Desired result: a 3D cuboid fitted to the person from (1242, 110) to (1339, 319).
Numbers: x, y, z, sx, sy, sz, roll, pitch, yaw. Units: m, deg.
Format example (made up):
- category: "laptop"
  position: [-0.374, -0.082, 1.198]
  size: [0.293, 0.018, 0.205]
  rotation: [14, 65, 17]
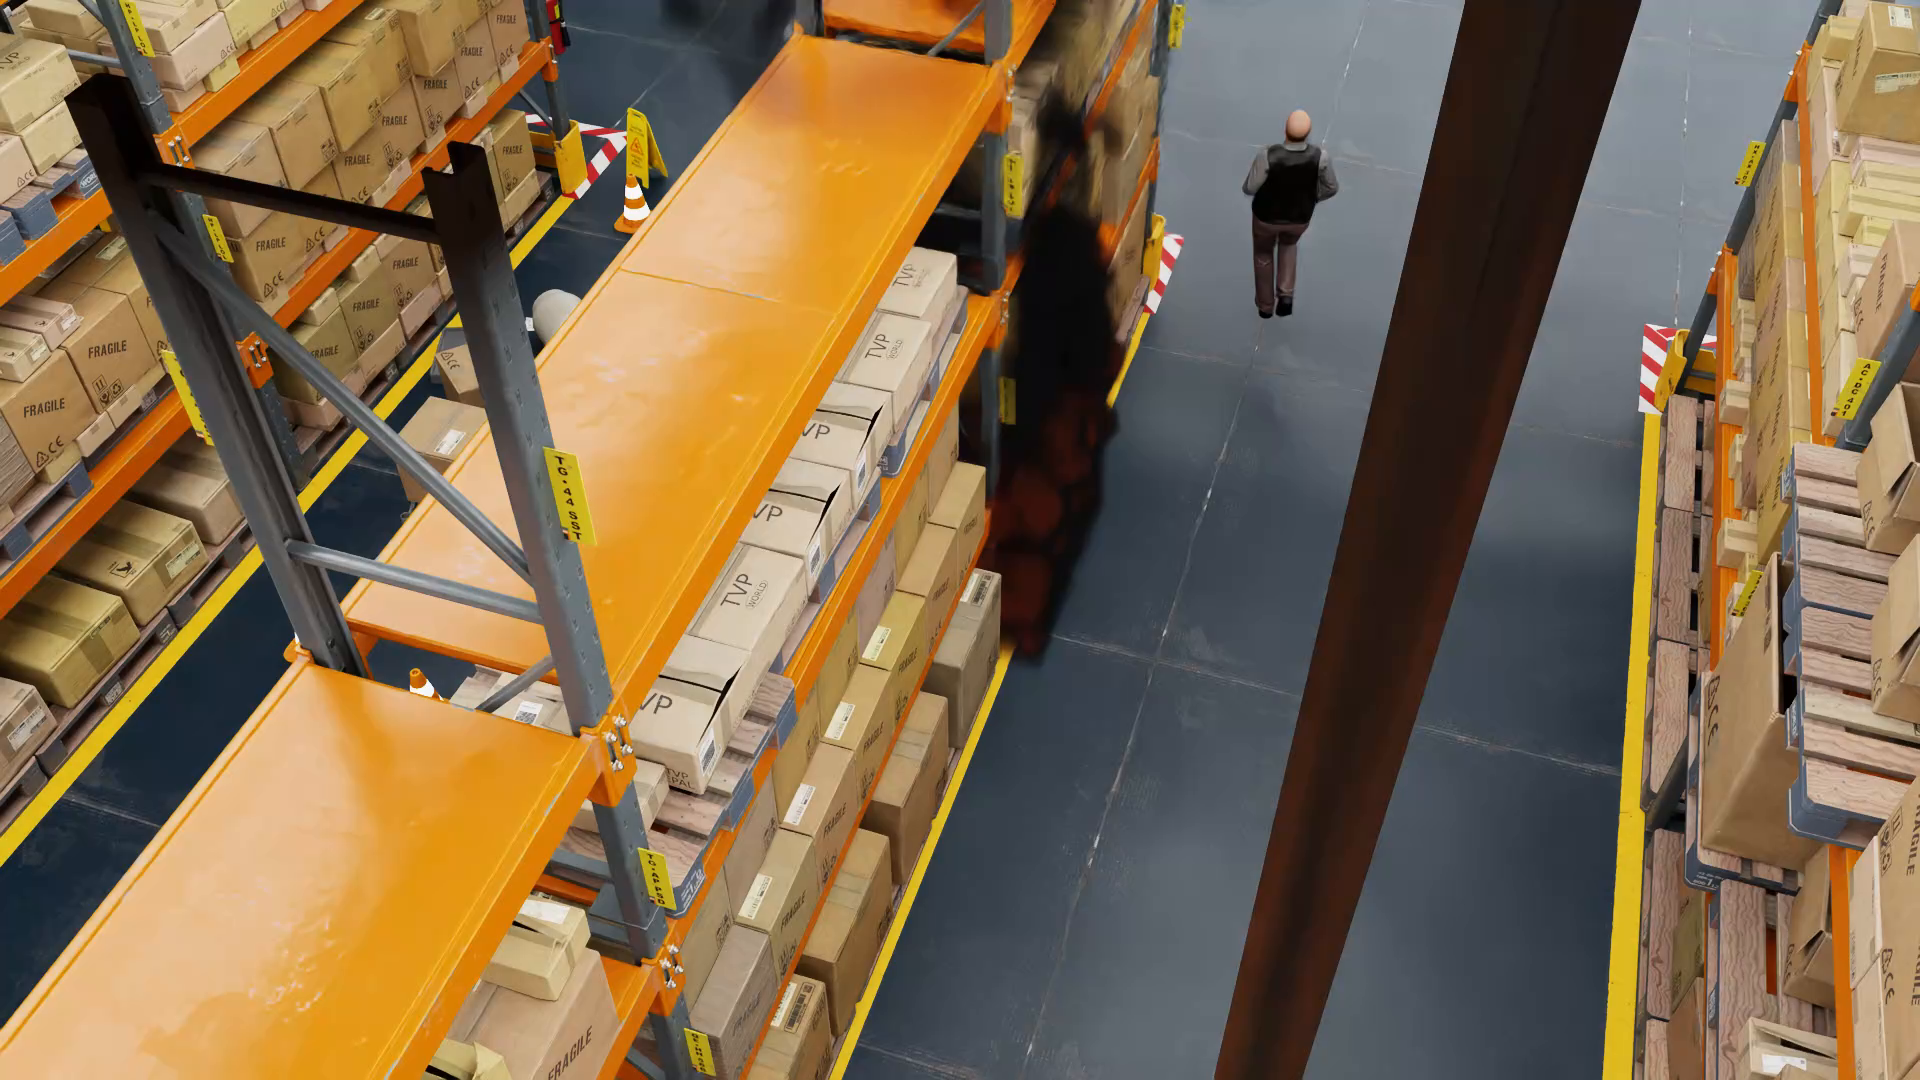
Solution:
- category: "person"
  position: [2.291, -2.344, 11.853]
  size: [0.655, 1.705, 0.562]
  rotation: [-1, 46, -1]
